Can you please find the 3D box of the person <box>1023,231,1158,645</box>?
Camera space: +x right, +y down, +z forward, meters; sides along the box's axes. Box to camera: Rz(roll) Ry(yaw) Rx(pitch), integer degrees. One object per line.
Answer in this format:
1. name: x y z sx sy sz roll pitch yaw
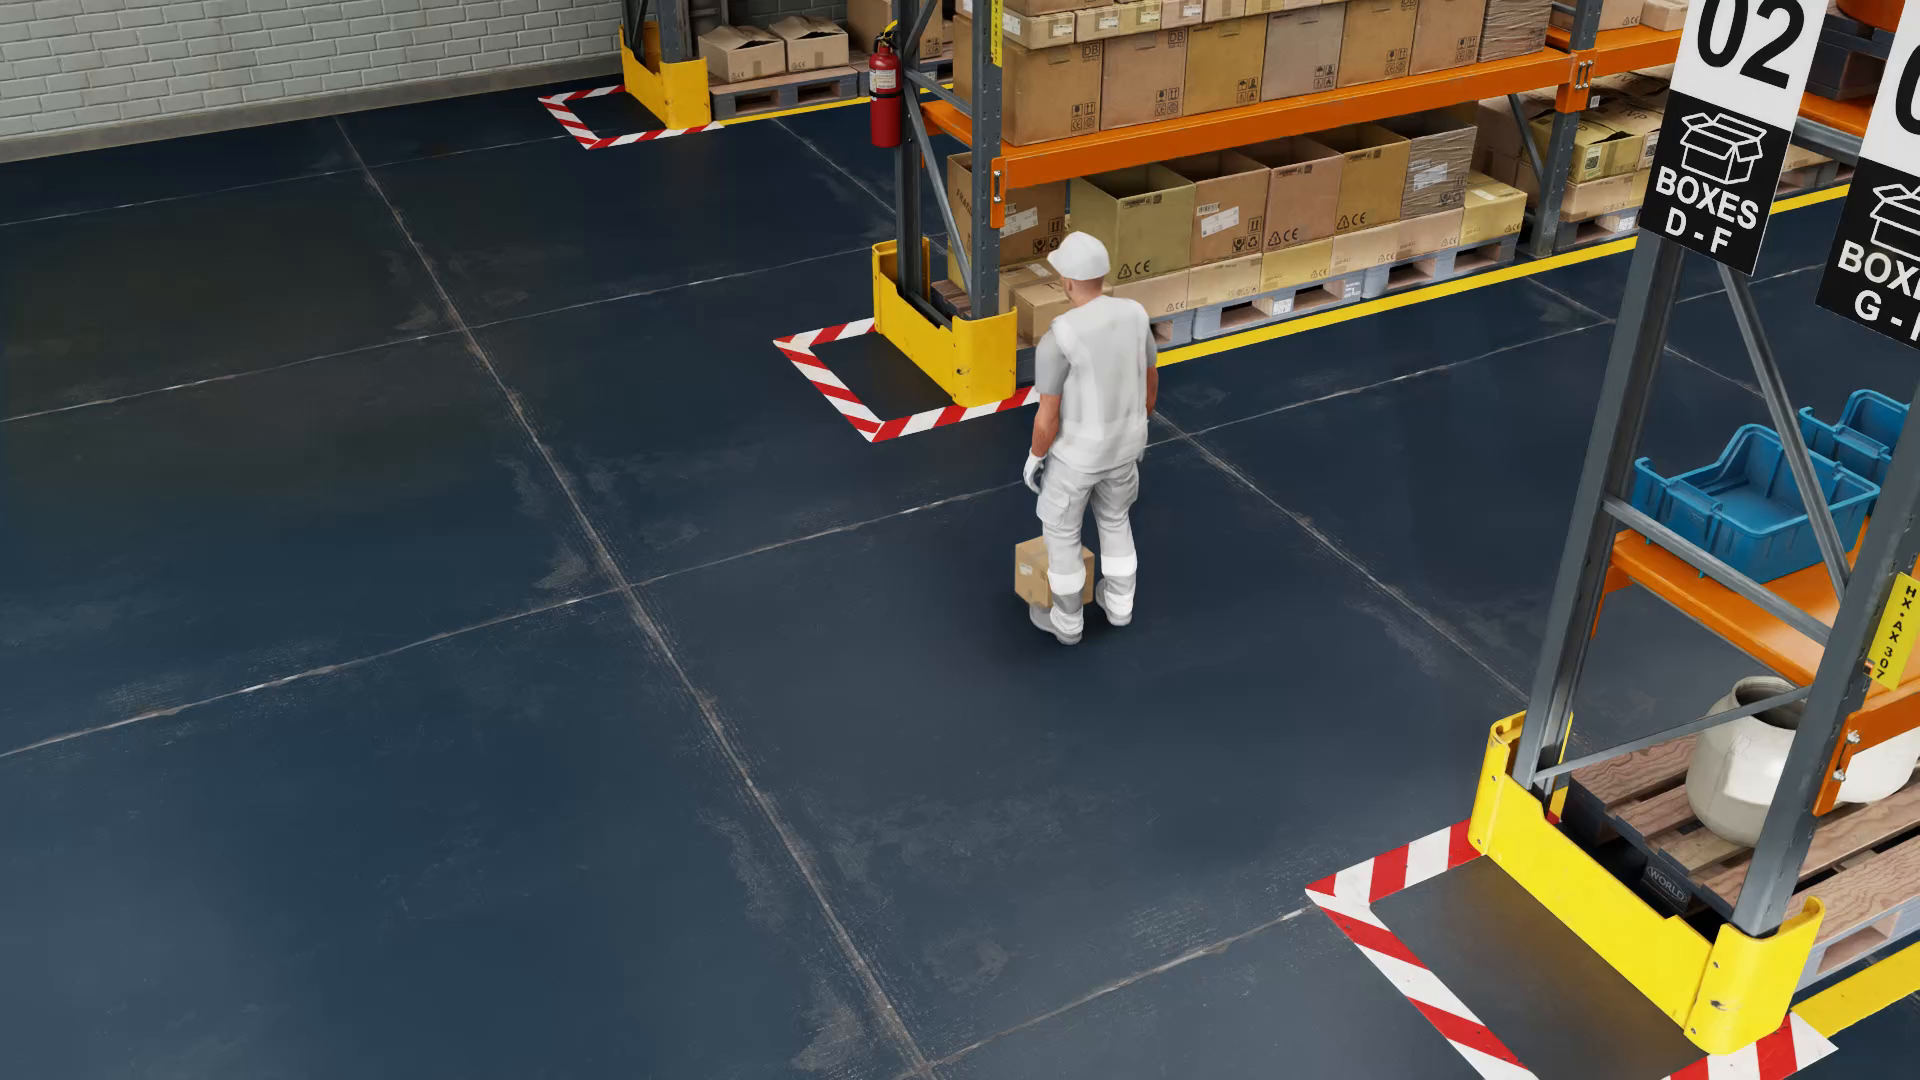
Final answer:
1. person: 0.516 -0.386 6.727 0.606 1.777 0.454 -17 37 -25
